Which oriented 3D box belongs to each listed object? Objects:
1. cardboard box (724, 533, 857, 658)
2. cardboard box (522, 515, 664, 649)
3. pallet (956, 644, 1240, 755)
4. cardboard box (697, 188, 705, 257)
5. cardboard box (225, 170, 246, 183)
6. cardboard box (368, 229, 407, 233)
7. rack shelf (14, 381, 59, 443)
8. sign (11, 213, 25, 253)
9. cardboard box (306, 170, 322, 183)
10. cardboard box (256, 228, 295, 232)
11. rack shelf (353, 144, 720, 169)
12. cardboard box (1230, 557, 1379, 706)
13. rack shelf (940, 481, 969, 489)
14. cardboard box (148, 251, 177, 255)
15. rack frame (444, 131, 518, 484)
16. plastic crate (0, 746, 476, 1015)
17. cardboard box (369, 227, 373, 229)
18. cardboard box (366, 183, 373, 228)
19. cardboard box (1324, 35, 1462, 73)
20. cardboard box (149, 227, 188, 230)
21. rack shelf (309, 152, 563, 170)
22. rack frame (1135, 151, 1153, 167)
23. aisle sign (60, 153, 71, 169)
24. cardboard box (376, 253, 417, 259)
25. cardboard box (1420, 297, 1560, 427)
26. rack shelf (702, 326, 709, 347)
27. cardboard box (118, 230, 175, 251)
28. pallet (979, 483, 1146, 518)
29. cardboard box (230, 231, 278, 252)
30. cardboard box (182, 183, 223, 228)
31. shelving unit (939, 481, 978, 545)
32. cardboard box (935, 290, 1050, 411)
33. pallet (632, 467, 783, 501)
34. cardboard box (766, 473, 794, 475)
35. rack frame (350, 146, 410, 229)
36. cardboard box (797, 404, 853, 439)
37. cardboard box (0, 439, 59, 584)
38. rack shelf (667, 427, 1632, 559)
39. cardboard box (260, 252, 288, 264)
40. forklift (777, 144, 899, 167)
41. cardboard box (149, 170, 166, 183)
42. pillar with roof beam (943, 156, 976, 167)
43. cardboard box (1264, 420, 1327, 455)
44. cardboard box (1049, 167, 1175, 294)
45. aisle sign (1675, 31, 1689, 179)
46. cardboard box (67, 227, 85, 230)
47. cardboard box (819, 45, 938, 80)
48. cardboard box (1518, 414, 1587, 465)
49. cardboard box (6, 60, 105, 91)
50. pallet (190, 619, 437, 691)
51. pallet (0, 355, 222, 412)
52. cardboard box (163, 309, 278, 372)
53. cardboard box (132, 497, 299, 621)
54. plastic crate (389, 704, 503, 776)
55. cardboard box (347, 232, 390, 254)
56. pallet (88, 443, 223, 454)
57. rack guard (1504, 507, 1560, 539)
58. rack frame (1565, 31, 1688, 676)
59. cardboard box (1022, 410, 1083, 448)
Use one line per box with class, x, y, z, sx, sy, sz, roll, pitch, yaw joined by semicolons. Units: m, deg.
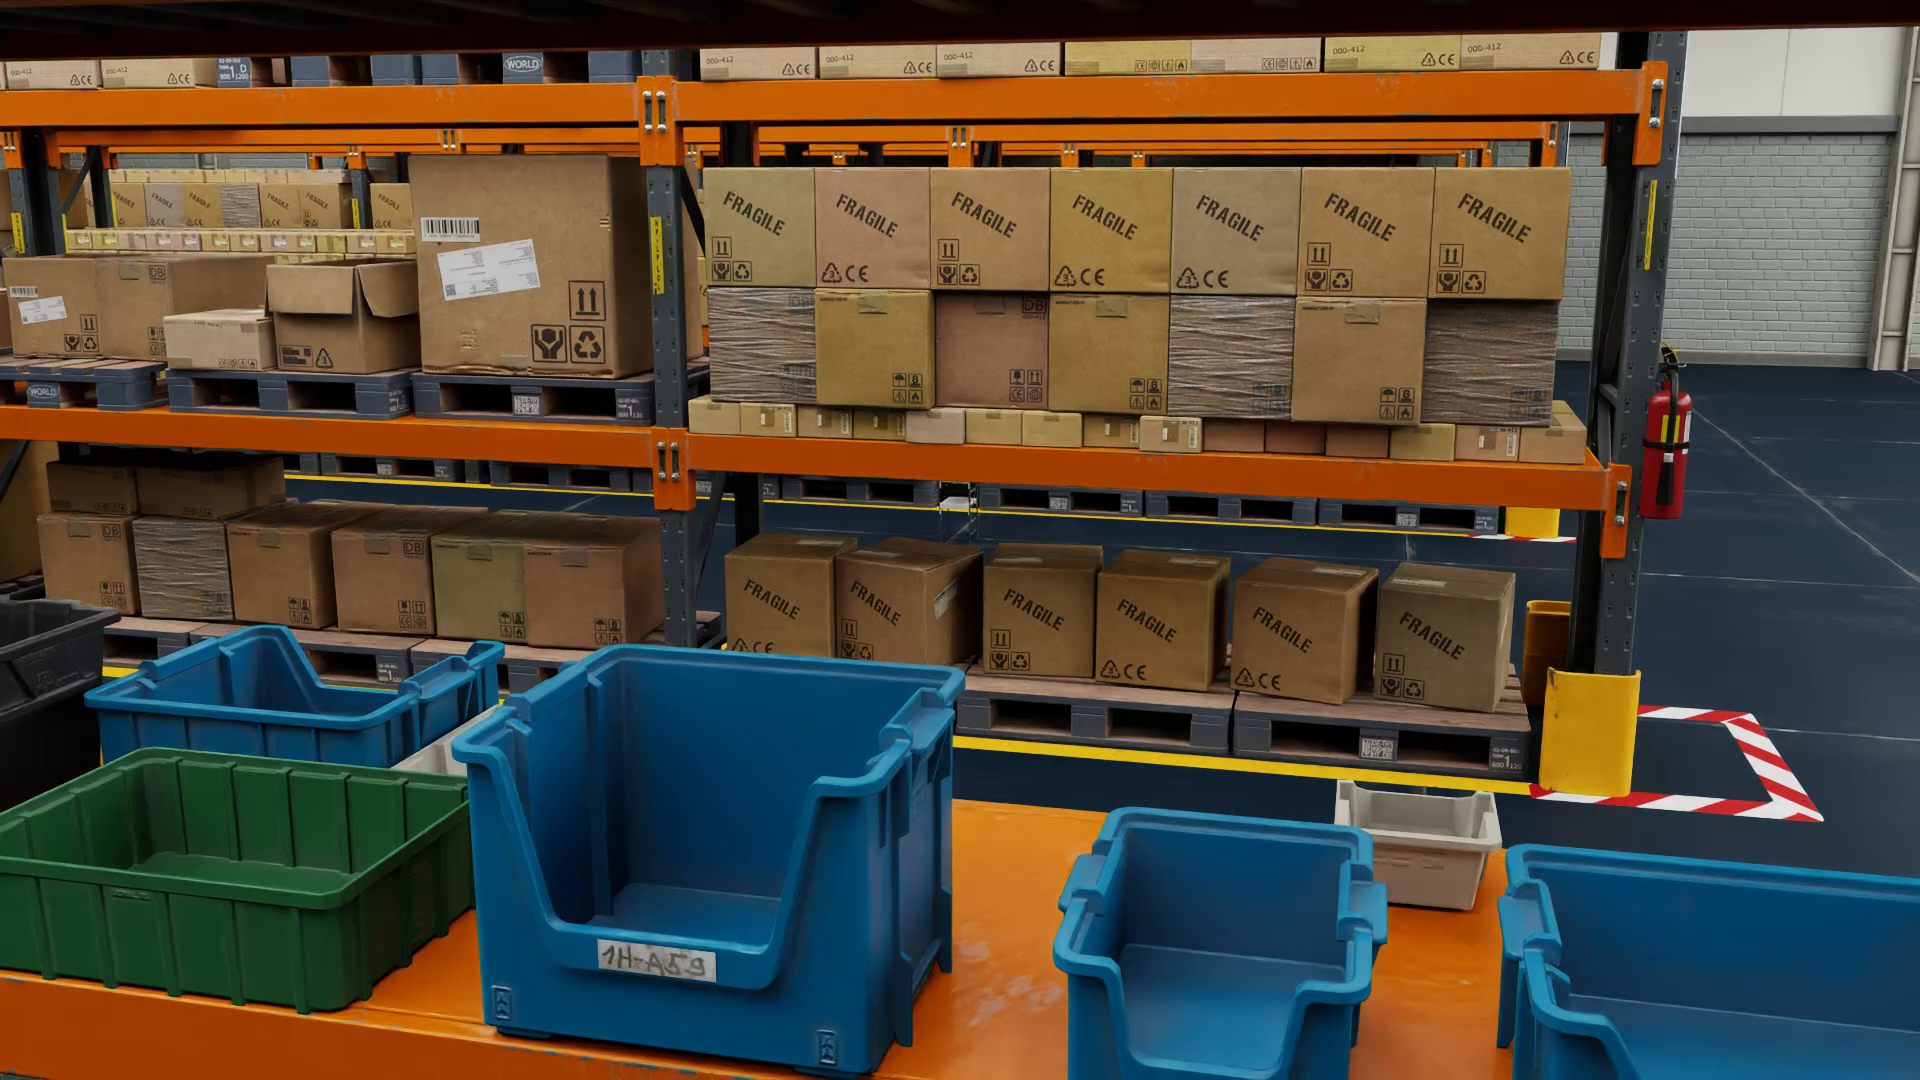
cardboard box;-0.790;0.272;7.882;0.500;0.500;0.500;3;13;12
cardboard box;-1.760;0.197;8.176;0.500;0.500;0.700;2;13;9
pallet;0.680;0.680;7.684;1.213;0.211;1.003;3;13;14
cardboard box;-1.846;-2.450;12.814;0.500;0.500;0.700;3;13;13
cardboard box;-8.163;-4.154;18.993;0.250;0.149;0.380;3;13;12
cardboard box;-4.667;-2.482;13.733;0.250;0.149;0.380;3;13;13
rack shelf;-6.994;-0.732;9.270;4.000;0.370;1.077;3;13;14
sign;-7.772;-2.533;13.727;0.005;0.325;0.100;3;13;14
cardboard box;-7.167;-4.110;18.798;0.250;0.149;0.380;3;13;15
cardboard box;-5.686;-2.537;13.979;0.250;0.149;0.380;3;13;13
rack shelf;-4.620;-4.281;18.338;4.000;0.370;1.077;3;13;14
cardboard box;1.524;0.391;7.347;0.500;0.500;0.500;7;14;28
rack shelf;-0.008;-0.407;11.145;0.200;0.077;0.258;3;13;14
cardboard box;-6.360;-2.282;13.519;0.250;0.149;0.380;4;13;16
rack frame;-3.766;-2.017;13.402;0.127;3.000;1.000;3;13;14
plastic crate;-1.105;0.503;2.532;0.662;0.188;0.450;3;13;14
cardboard box;-6.955;-3.399;19.400;0.500;0.500;0.500;4;13;15
cardboard box;-6.966;-3.884;19.275;0.500;0.500;0.500;3;13;14
cardboard box;1.700;-1.953;6.530;0.500;0.250;0.500;3;13;14
cardboard box;-6.702;-2.590;14.221;0.250;0.149;0.380;3;13;12
rack shelf;-7.318;-5.532;23.979;4.000;0.370;1.077;3;13;14
rack frame;2.391;-3.900;21.887;0.127;3.000;1.000;3;13;14
aisle sign;-10.585;-4.691;19.449;0.004;0.787;0.394;3;13;14
cardboard box;-4.355;-2.175;13.035;0.250;0.149;0.380;3;13;15
cardboard box;2.187;-0.793;6.965;0.500;0.500;0.875;3;13;14
rack shelf;-1.824;-1.562;13.012;4.000;0.370;1.077;3;13;14
cardboard box;-6.615;-2.440;13.544;0.250;0.149;0.380;3;13;13
pallet;0.837;-0.393;12.516;1.213;0.211;1.003;3;13;14
cardboard box;-5.607;-2.387;13.304;0.250;0.149;0.380;4;13;16
cardboard box;-8.558;-3.855;19.144;0.500;0.500;0.500;3;13;14
shelving unit;-0.008;-0.440;11.138;0.210;0.900;0.258;3;13;14
cardboard box;0.240;-0.892;7.410;0.500;0.500;0.875;3;13;14
pallet;-1.838;-0.536;13.161;1.213;0.211;1.003;3;13;14
cardboard box;-1.442;-0.981;12.953;0.750;0.750;1.050;3;13;14
rack frame;-6.562;-3.271;19.053;0.127;3.000;1.000;3;13;14
cardboard box;-0.543;-0.552;7.377;0.250;0.149;0.380;3;13;14
cardboard box;-5.718;-0.188;9.090;0.875;0.875;1.225;2;13;11
rack shelf;0.773;-0.317;7.399;4.000;0.370;1.077;3;13;14
cardboard box;-5.354;-2.228;13.275;0.250;0.149;0.380;3;13;13
forklift;-1.120;-2.459;15.550;1.130;2.935;3.031;0;13;-1
cardboard box;-9.143;-4.207;19.234;0.250;0.149;0.380;3;13;14
pillar with roof beam;-1.042;-6.253;18.642;0.400;9.000;9.100;3;13;14
cardboard box;1.419;-0.466;6.991;0.250;0.149;0.380;3;13;14
cardboard box;0.666;-1.302;6.952;0.500;0.500;0.500;3;13;14
aisle sign;2.703;-1.767;6.273;0.004;0.787;0.394;3;13;14
cardboard box;-8.070;-2.498;14.649;0.500;0.500;0.500;3;13;13
cardboard box;-0.279;-2.060;7.013;0.500;0.250;0.500;3;13;13
cardboard box;2.388;-0.413;6.751;0.250;0.149;0.380;3;13;14
cardboard box;-4.159;-2.266;7.944;0.500;0.250;0.500;3;13;15
pallet;-3.113;0.486;8.555;1.213;0.211;1.003;3;13;14
pallet;-4.335;-0.871;8.679;1.003;0.211;1.213;3;13;14
cardboard box;-3.480;-0.976;8.085;0.500;0.250;0.500;3;13;12
cardboard box;-3.856;0.083;8.692;0.500;0.500;0.700;2;13;9
plastic crate;-0.719;0.429;2.983;0.437;0.136;0.530;3;13;14
cardboard box;-4.595;-2.333;13.060;0.250;0.149;0.380;3;13;13
pallet;-6.893;-0.824;14.459;1.213;0.211;1.003;3;13;14
rack guard;4.024;-0.381;11.796;0.348;0.500;1.175;3;13;14
rack frame;2.714;-0.565;6.853;0.127;3.000;1.000;3;13;14
cardboard box;0.427;-0.500;7.142;0.250;0.149;0.380;3;13;14
